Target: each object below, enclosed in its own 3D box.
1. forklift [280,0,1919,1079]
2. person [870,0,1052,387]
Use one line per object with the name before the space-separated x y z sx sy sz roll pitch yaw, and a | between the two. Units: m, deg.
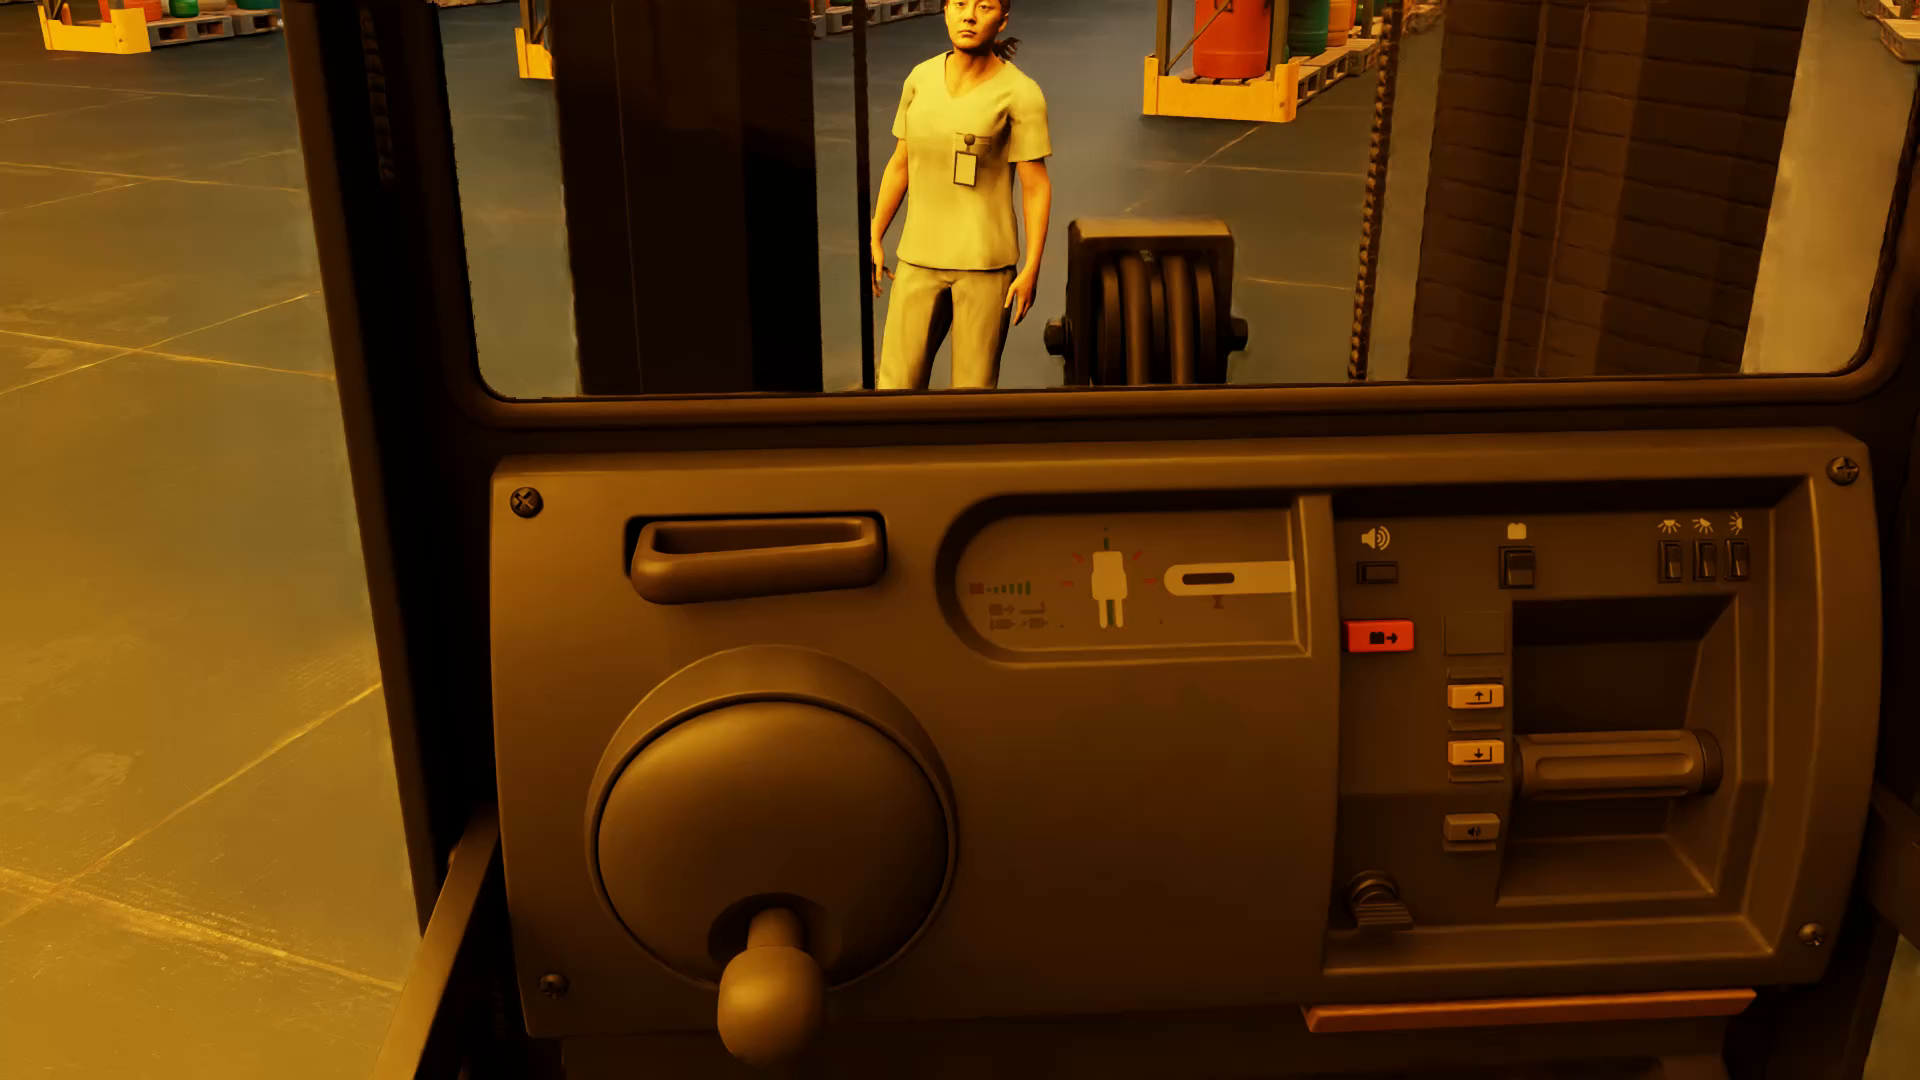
forklift | 0.177 0.153 0.926 1.130 2.935 3.031 -1 23 -3
person | -0.041 -0.756 4.709 0.549 1.673 0.548 9 24 21
